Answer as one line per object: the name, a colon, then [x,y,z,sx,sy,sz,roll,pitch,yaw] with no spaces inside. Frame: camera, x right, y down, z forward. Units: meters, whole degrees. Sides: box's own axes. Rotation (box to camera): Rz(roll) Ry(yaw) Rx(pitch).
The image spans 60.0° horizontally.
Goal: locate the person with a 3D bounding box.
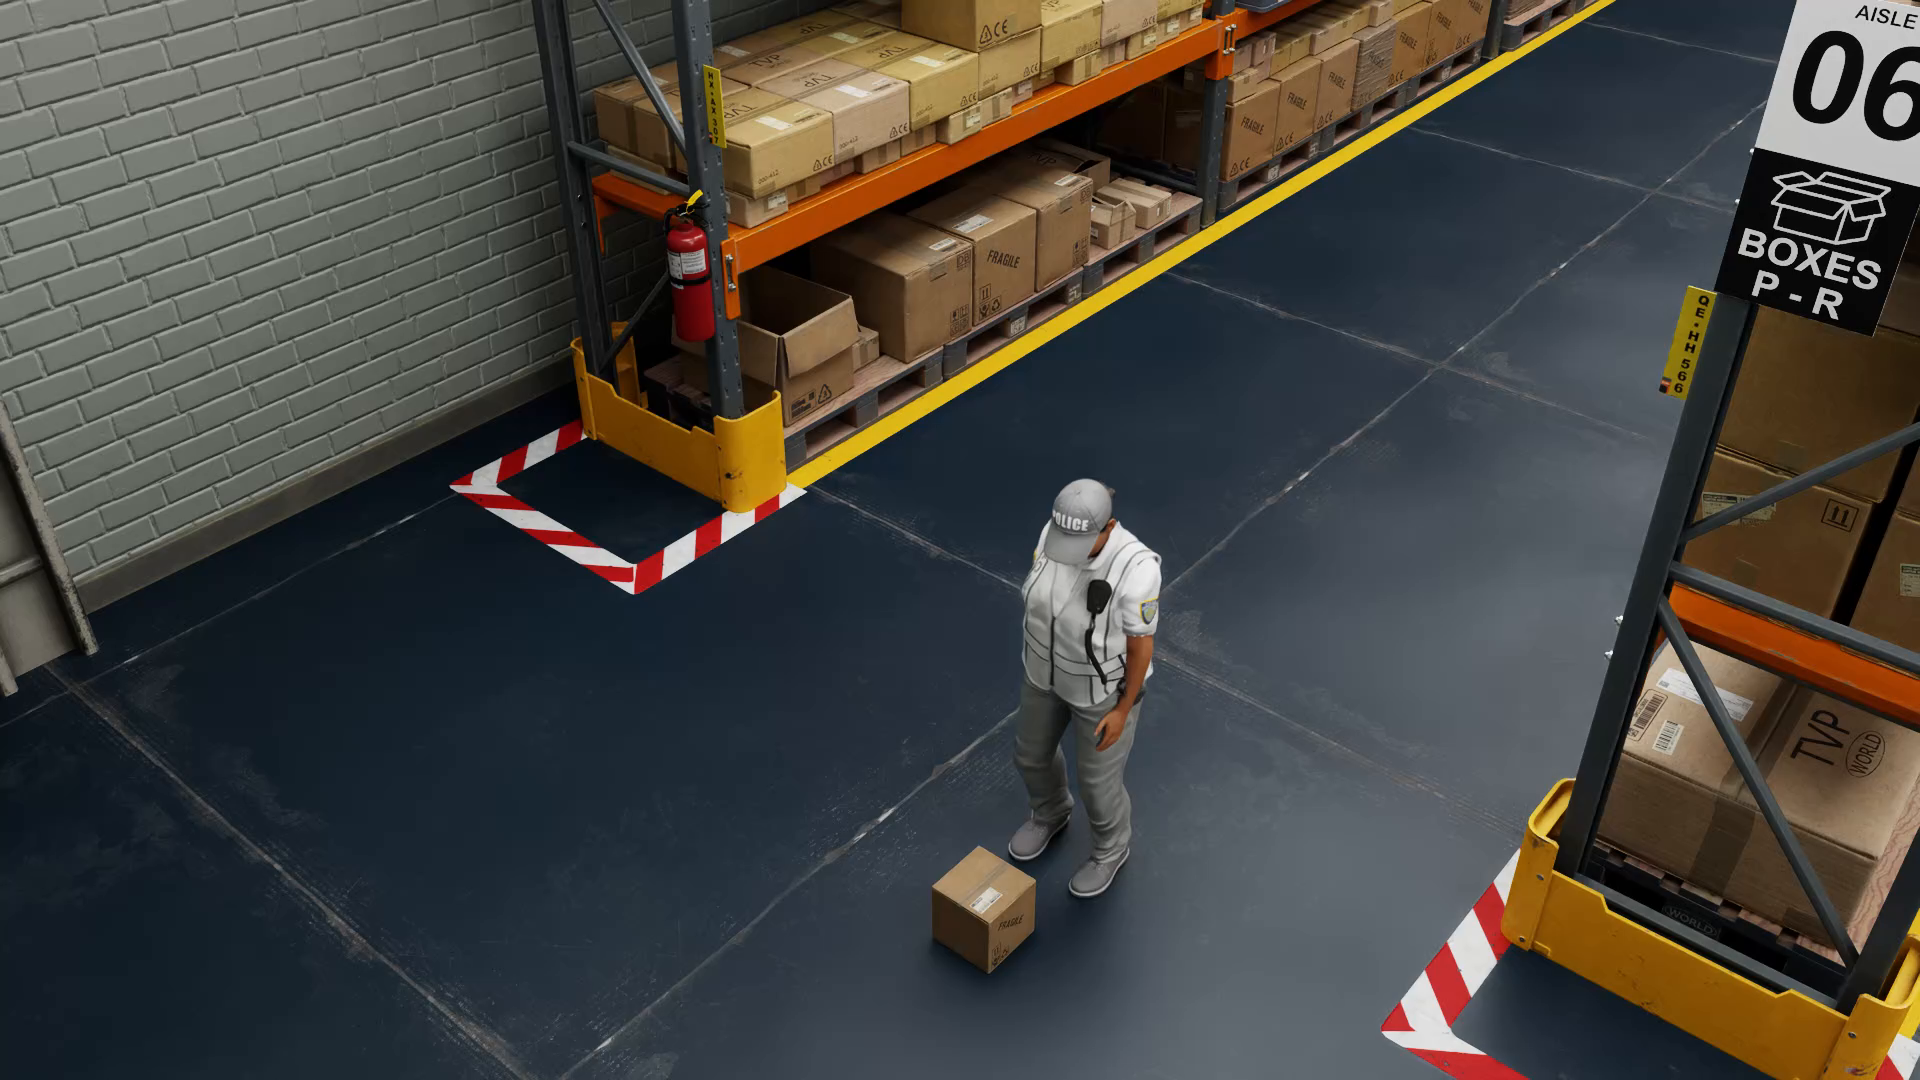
person: [0.411,0.478,5.495,0.483,1.643,0.429,27,43,32]
